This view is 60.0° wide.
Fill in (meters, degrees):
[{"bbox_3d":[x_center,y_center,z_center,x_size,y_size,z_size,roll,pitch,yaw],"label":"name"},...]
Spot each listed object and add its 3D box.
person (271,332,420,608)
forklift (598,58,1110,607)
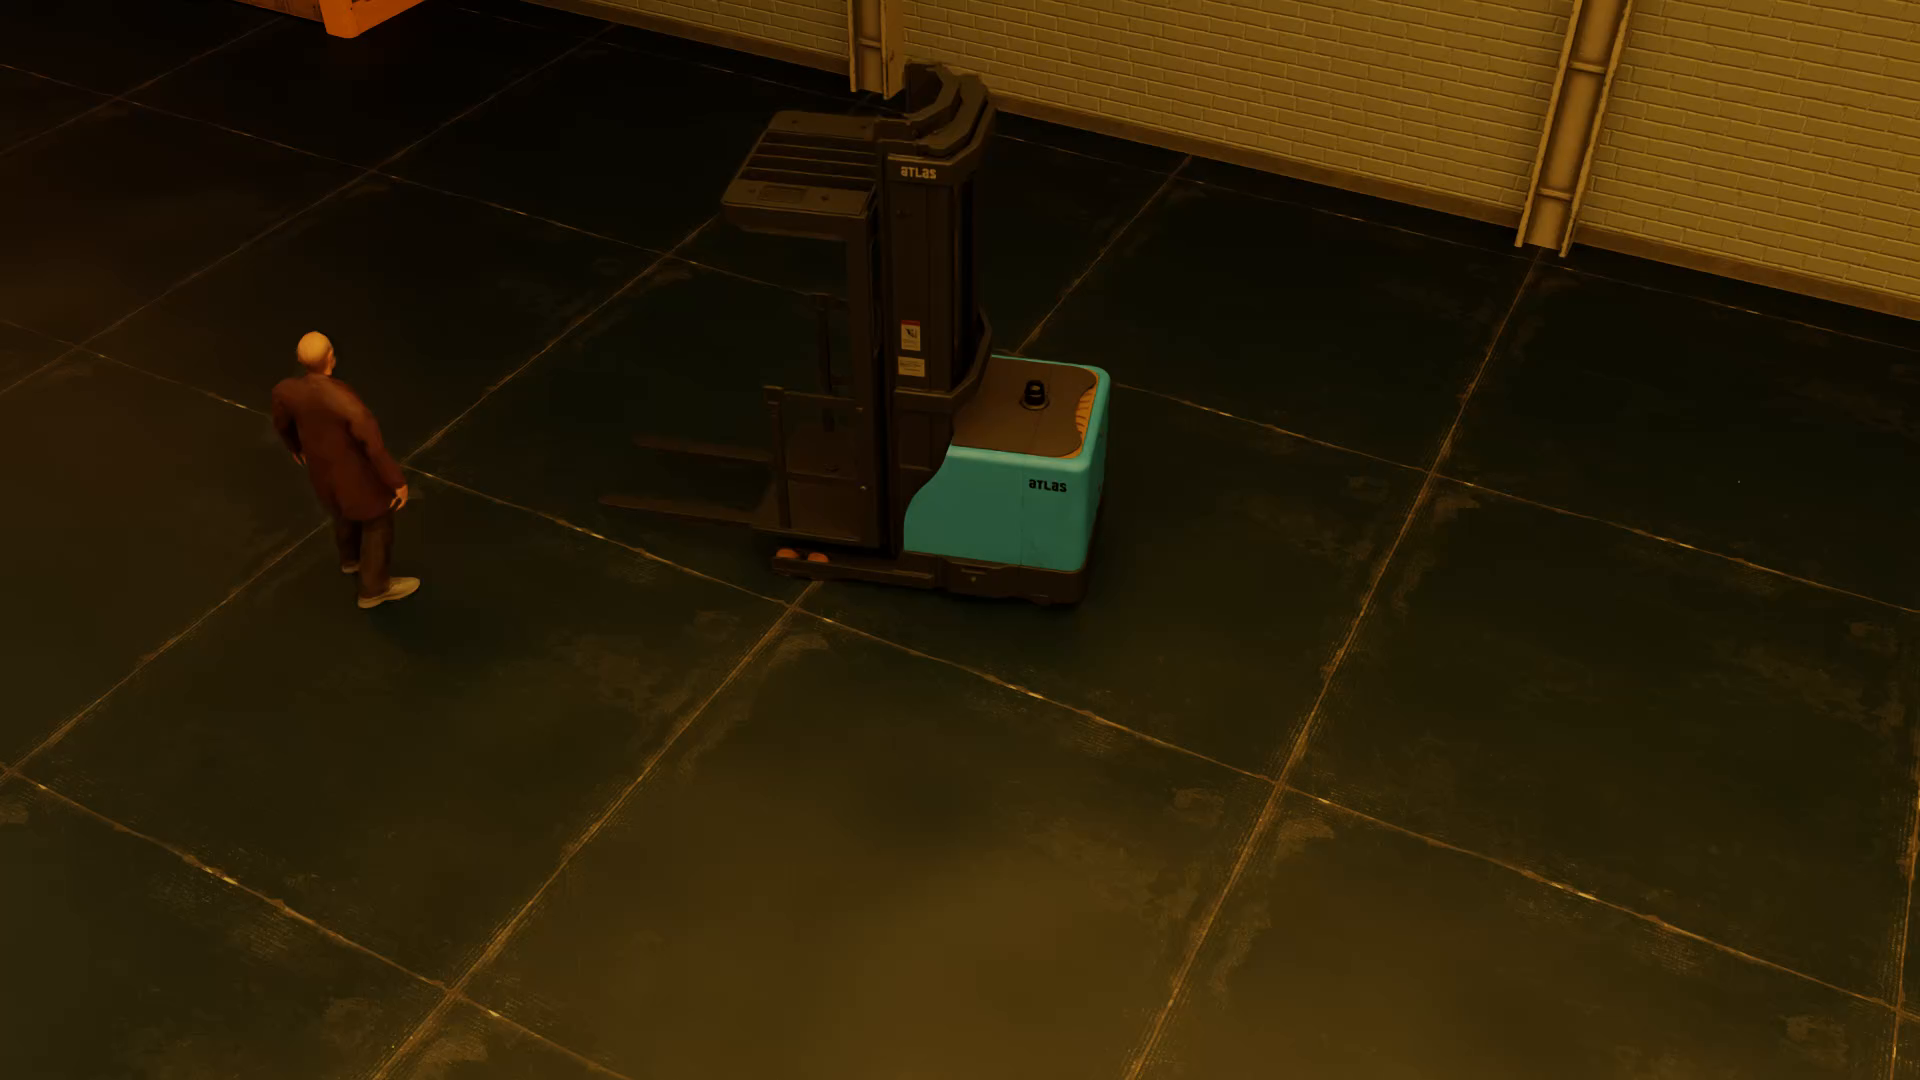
[{"bbox_3d":[-3.440,-0.407,9.475,0.810,1.637,0.608,11,41,13],"label":"person"},{"bbox_3d":[-0.671,-1.204,9.417,3.031,2.935,1.130,7,41,9],"label":"forklift"}]
